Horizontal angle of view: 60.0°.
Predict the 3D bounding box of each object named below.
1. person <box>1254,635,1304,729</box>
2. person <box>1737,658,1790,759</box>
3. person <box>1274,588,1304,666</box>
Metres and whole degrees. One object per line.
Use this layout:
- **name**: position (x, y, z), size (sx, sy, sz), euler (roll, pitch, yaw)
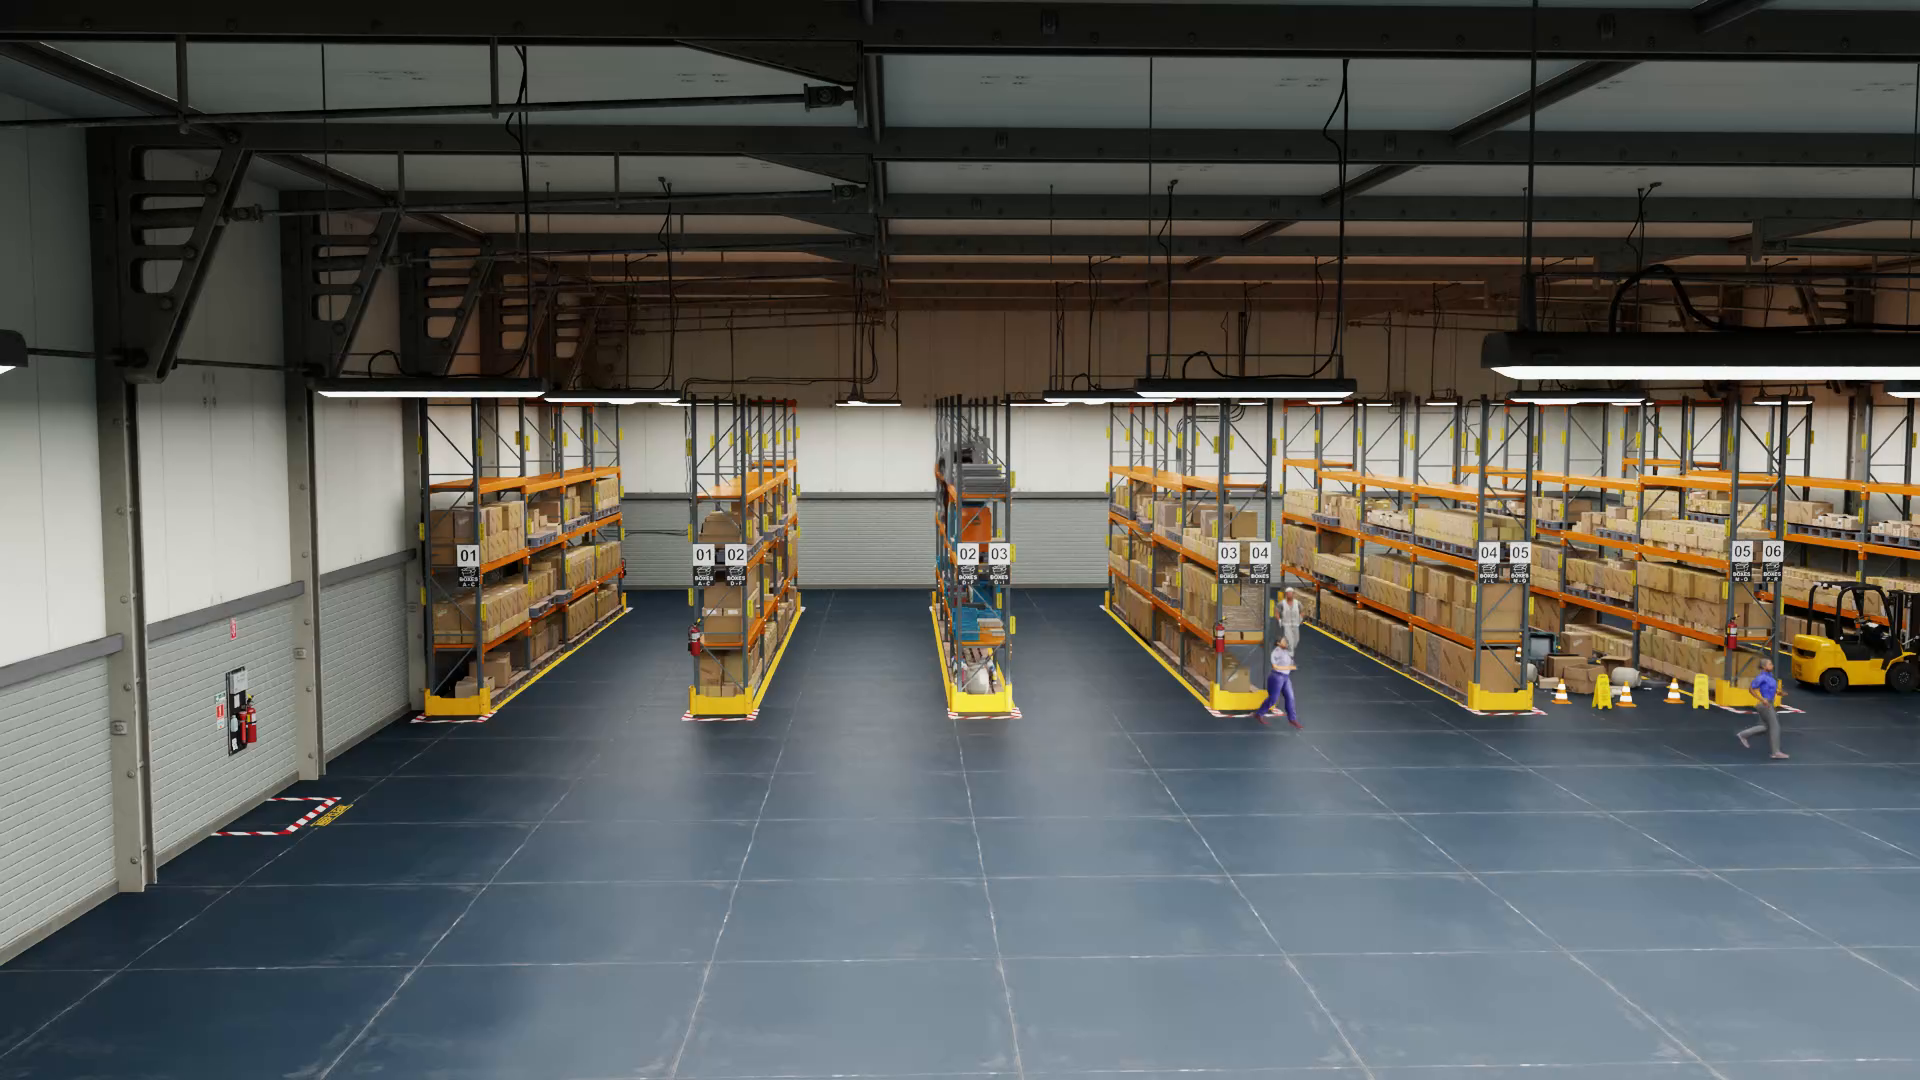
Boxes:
- **person**: position (5.725, 2.543, 29.832), size (0.894, 1.661, 0.615), euler (3, 6, 36)
- **person**: position (13.240, 2.749, 27.389), size (0.851, 1.623, 0.588), euler (4, 6, 41)
- **person**: position (7.341, 1.938, 36.983), size (0.647, 1.777, 0.803), euler (0, 5, -4)
